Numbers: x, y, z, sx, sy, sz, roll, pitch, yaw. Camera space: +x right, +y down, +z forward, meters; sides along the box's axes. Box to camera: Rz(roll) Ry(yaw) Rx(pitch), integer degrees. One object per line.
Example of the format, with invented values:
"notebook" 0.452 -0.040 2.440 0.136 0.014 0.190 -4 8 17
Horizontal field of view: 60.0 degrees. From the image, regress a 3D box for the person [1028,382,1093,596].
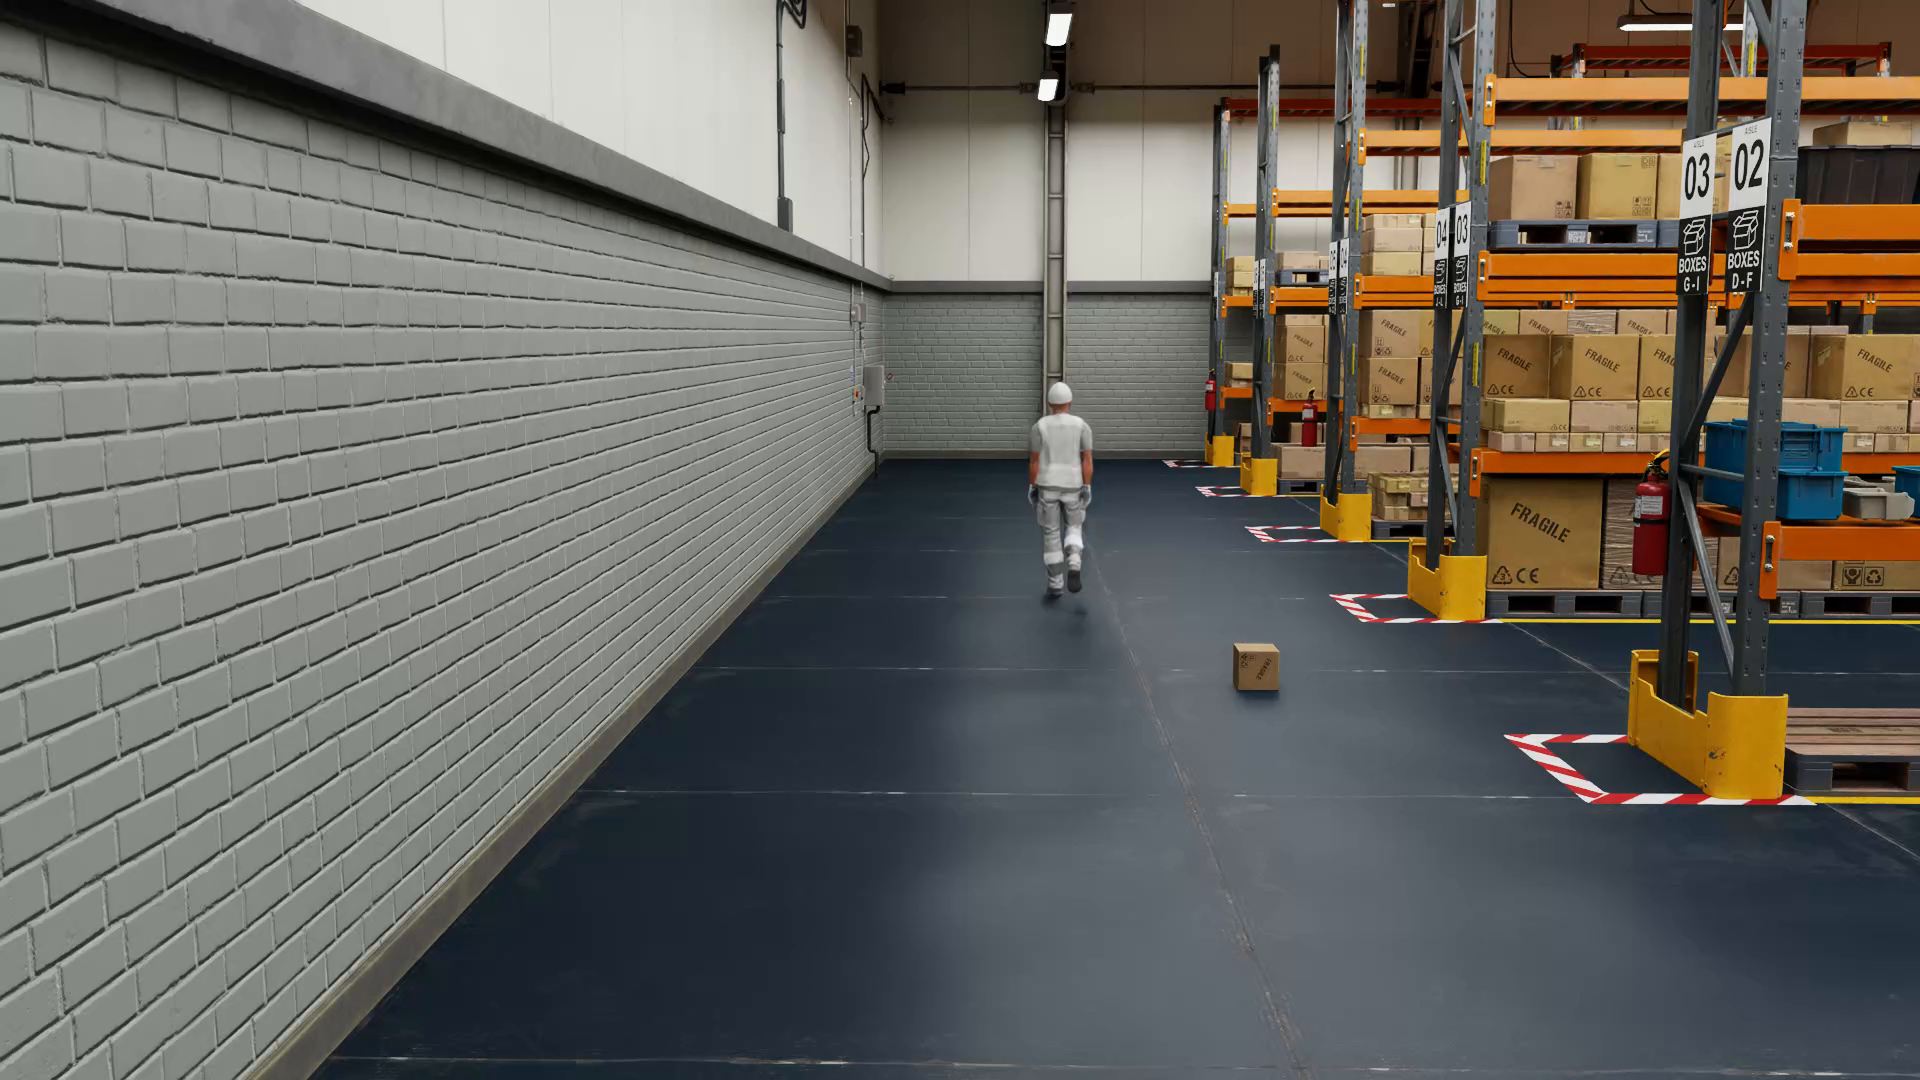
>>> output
"person" 0.835 -0.431 13.931 0.526 1.780 0.481 0 7 -4
